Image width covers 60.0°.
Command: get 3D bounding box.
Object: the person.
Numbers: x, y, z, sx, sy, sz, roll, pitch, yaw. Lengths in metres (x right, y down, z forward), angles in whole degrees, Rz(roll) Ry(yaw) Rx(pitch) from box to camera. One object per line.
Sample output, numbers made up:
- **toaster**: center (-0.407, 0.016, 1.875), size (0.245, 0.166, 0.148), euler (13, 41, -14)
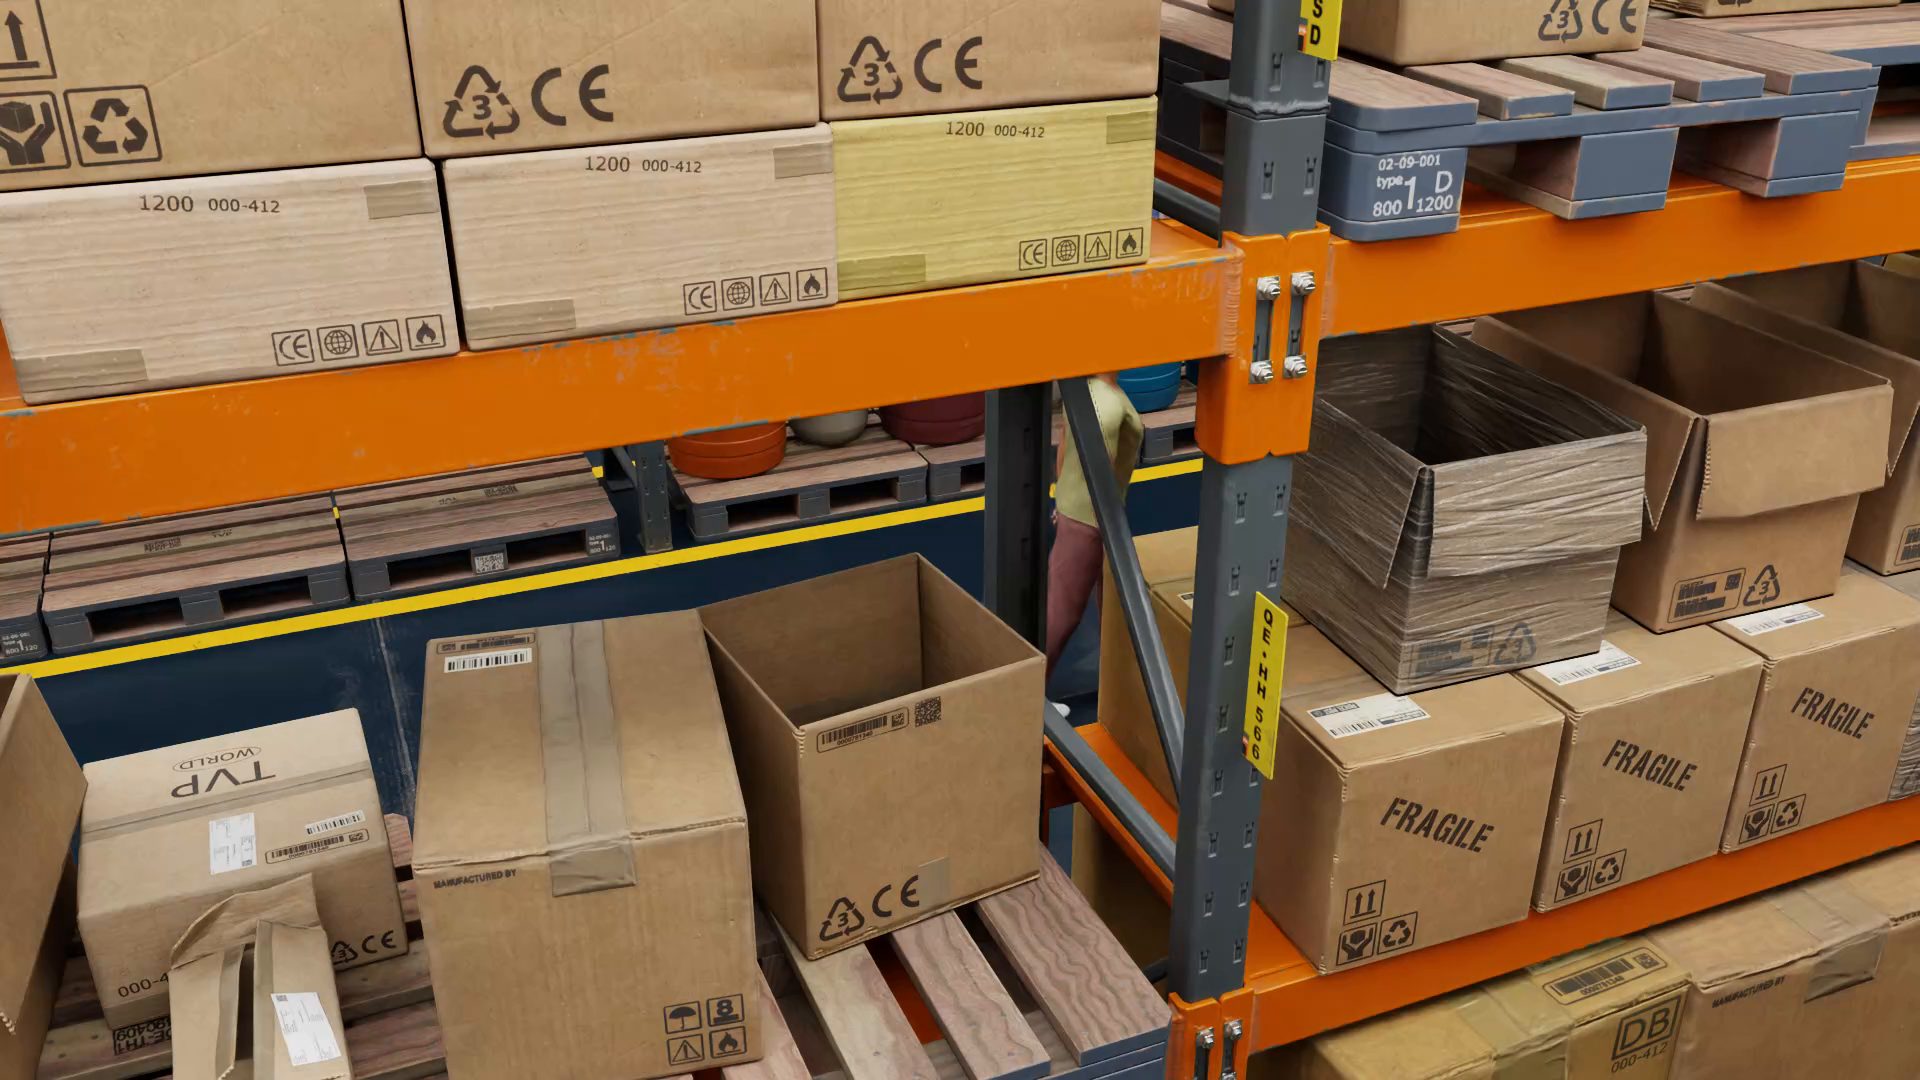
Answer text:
- **person**: center (0.532, -0.091, 6.289), size (0.803, 1.651, 0.468), euler (-2, 26, -4)
